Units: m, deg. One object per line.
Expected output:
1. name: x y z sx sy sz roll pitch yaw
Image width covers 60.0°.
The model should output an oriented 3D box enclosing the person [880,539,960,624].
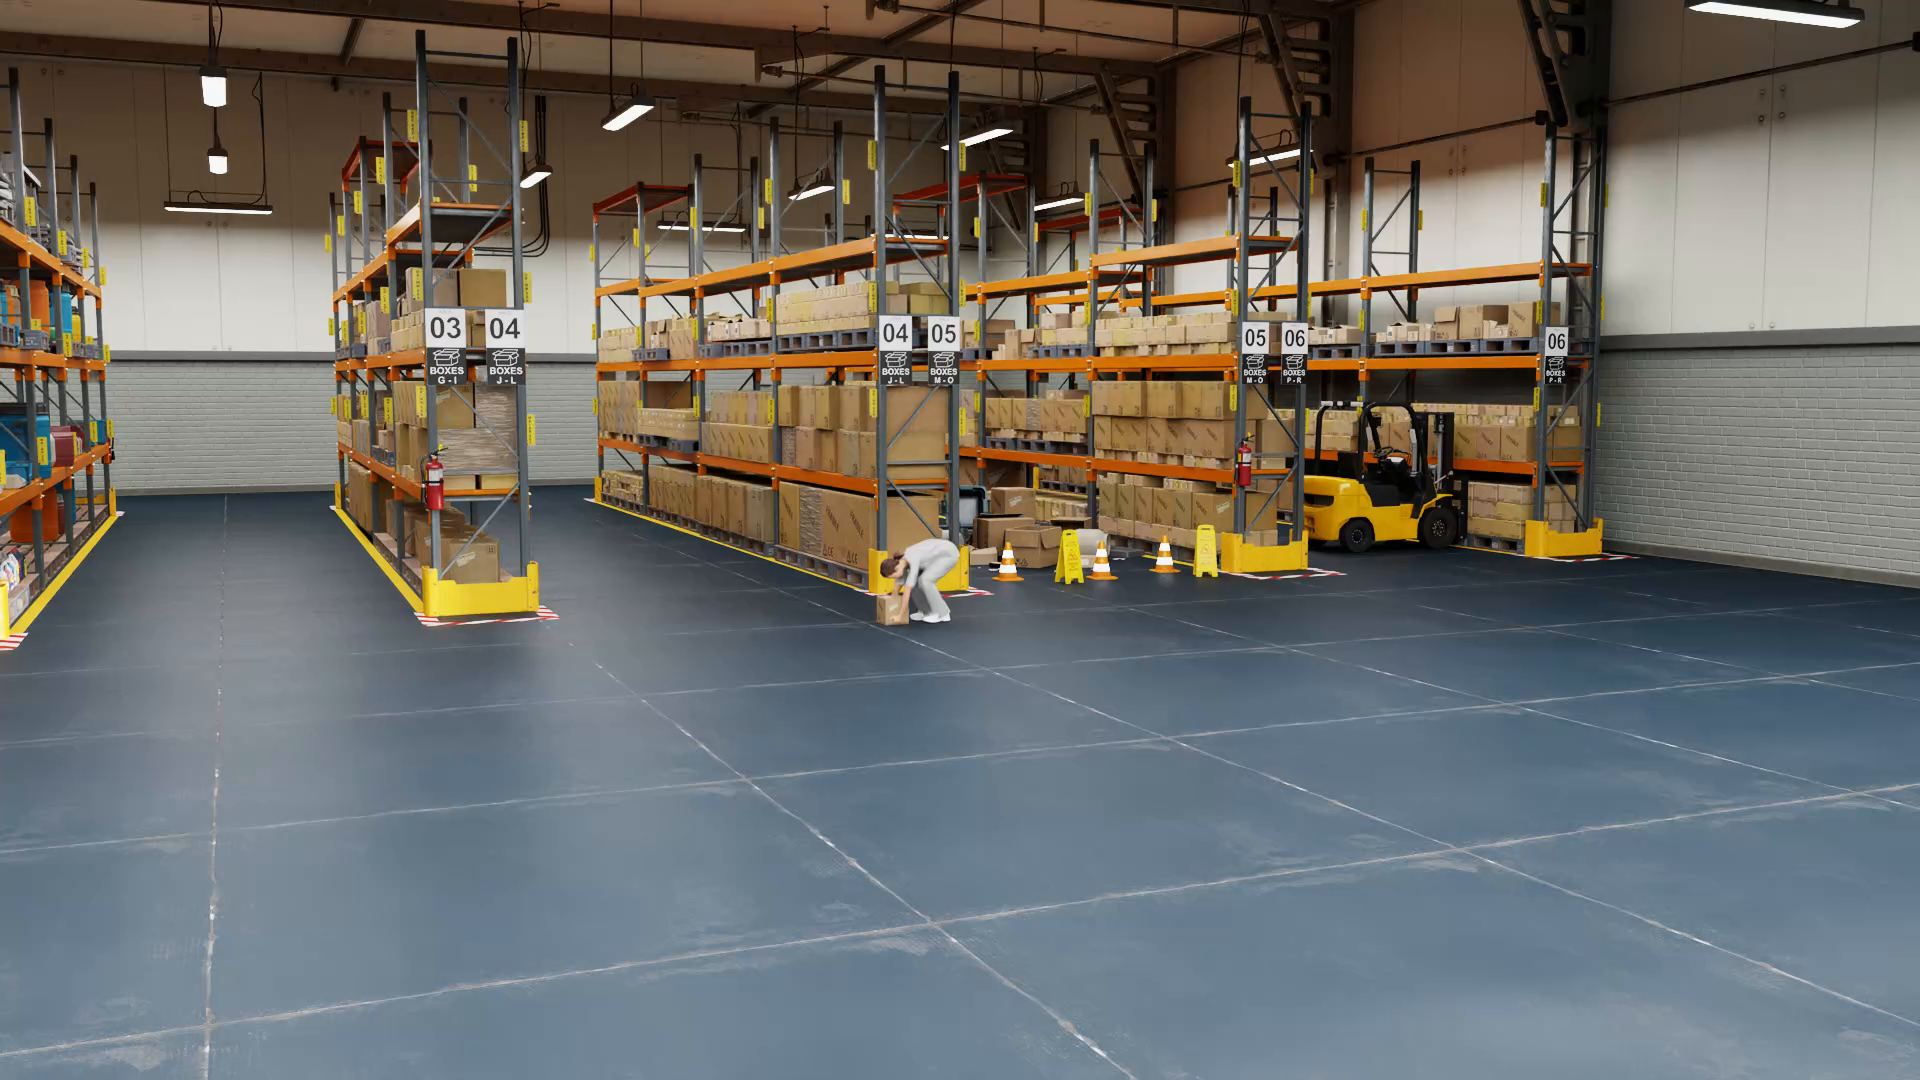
1. person: -0.415 0.419 16.979 0.854 0.844 0.469 -3 6 -26
